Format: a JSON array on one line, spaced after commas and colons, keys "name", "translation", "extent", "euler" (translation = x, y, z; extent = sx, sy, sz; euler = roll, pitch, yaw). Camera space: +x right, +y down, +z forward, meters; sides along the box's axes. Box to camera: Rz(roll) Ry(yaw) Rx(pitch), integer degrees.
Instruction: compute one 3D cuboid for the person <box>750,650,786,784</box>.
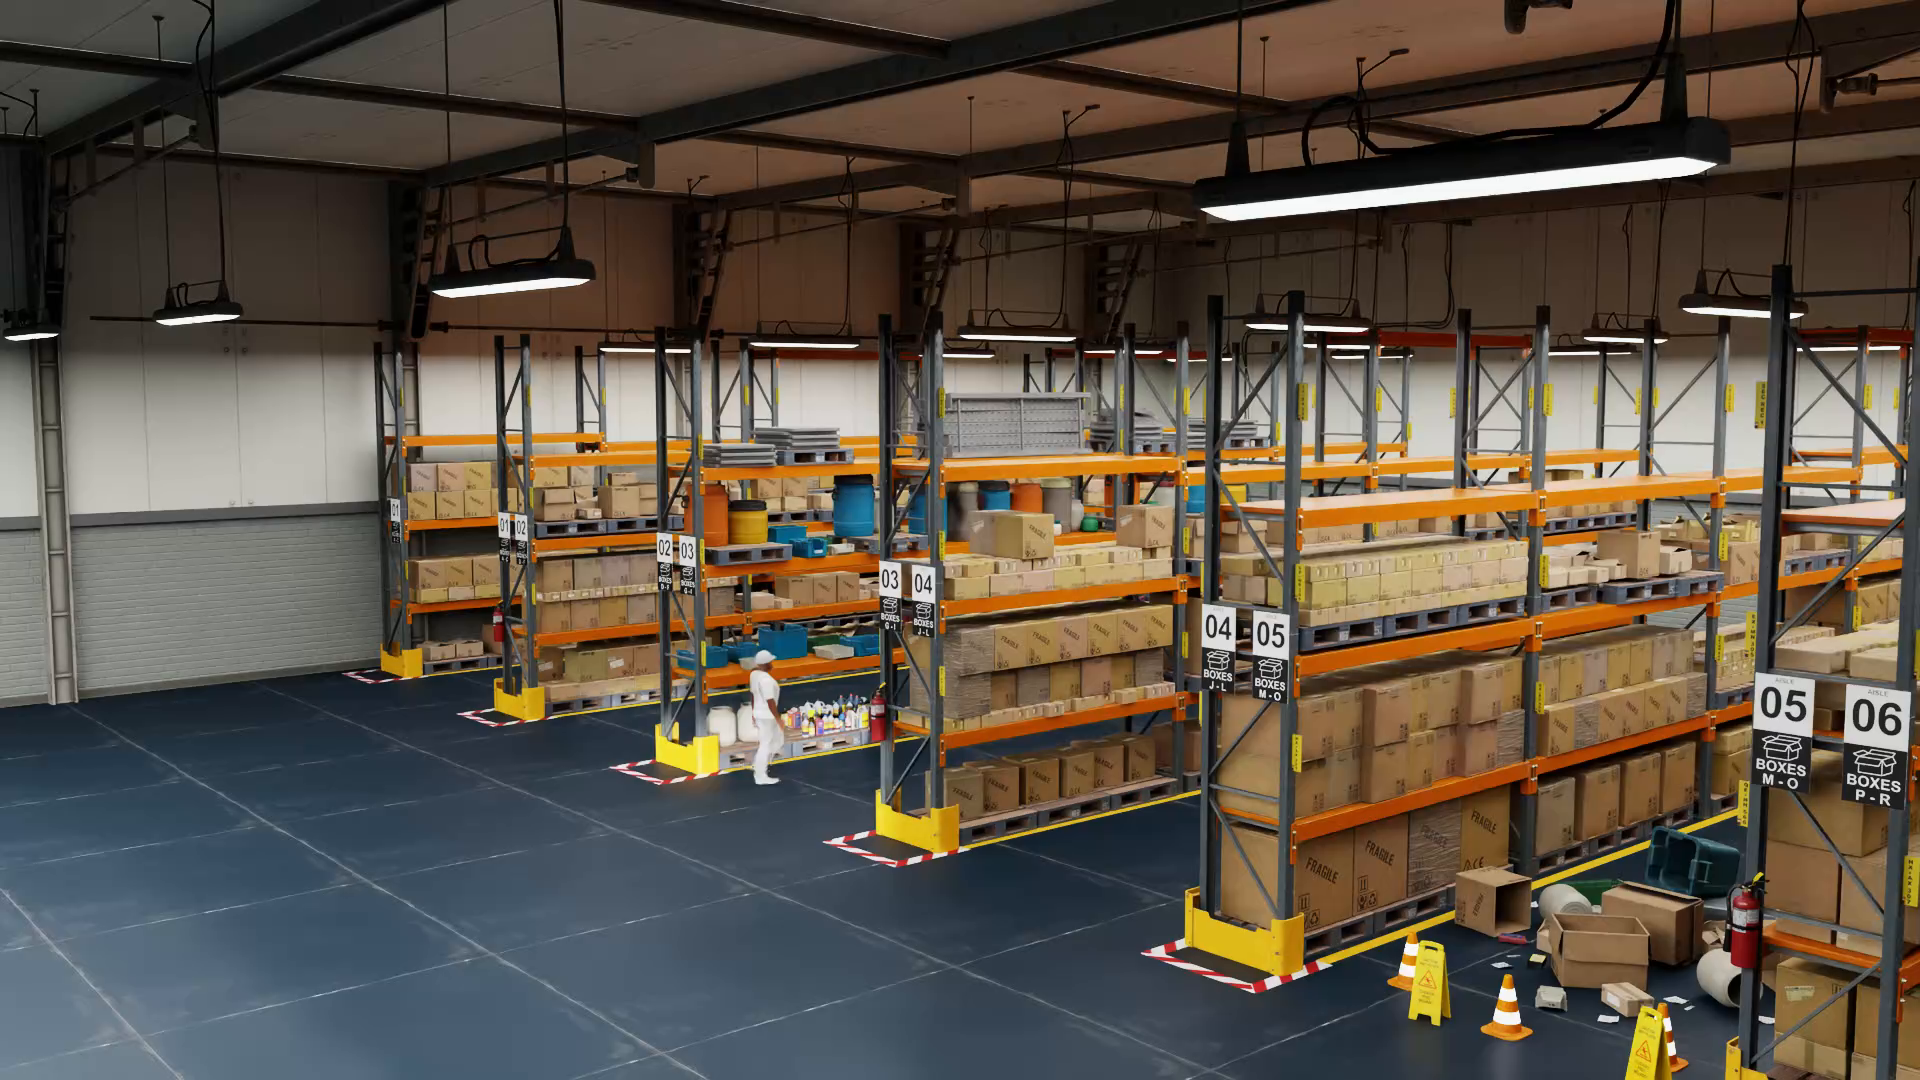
[{"name": "person", "translation": [-2.492, 2.320, 21.637], "extent": [0.454, 1.795, 0.552], "euler": [-1, 5, -8]}]
